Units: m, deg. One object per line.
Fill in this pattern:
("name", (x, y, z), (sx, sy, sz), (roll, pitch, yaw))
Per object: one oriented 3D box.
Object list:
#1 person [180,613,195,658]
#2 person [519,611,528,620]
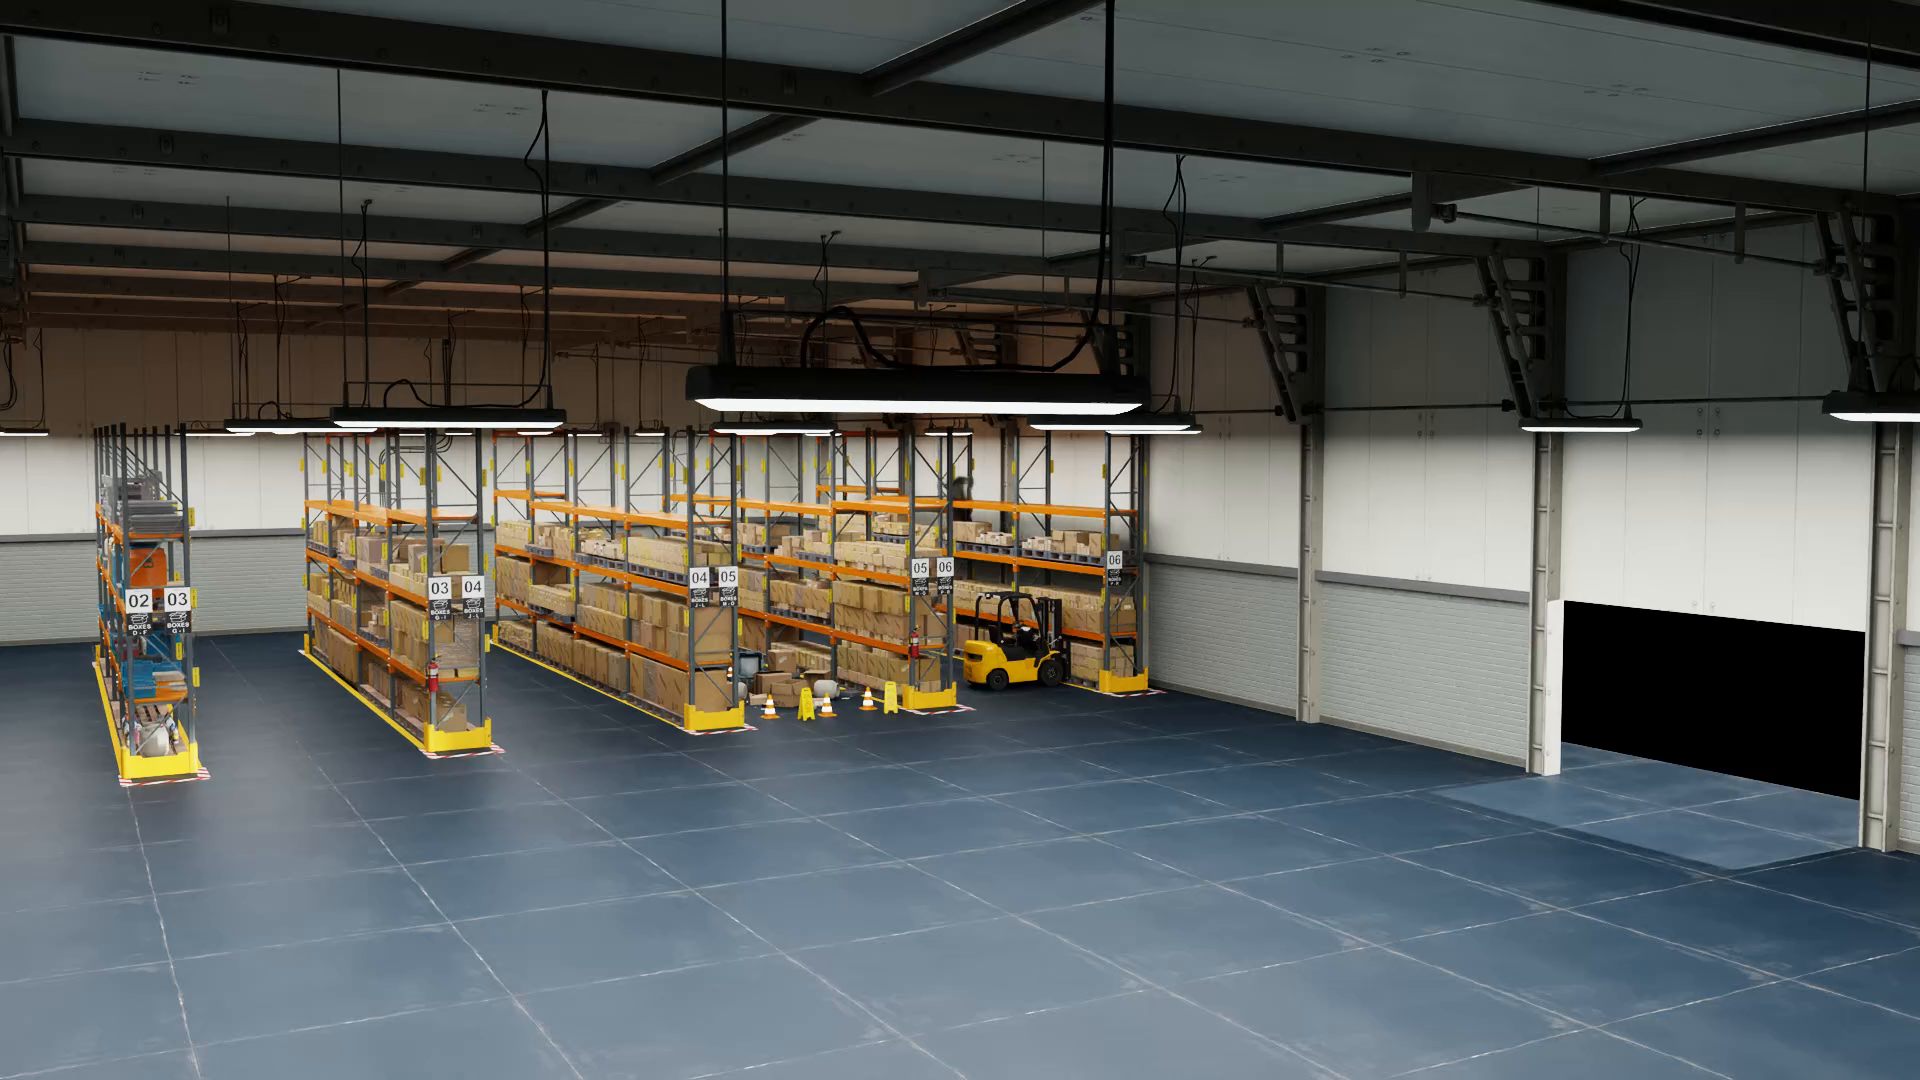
("person", (-20.244, 2.278, 43.350), (0.841, 1.667, 0.674), (1, 4, 13))
("person", (-13.160, 1.824, 50.447), (0.659, 1.709, 0.628), (1, 4, 11))
